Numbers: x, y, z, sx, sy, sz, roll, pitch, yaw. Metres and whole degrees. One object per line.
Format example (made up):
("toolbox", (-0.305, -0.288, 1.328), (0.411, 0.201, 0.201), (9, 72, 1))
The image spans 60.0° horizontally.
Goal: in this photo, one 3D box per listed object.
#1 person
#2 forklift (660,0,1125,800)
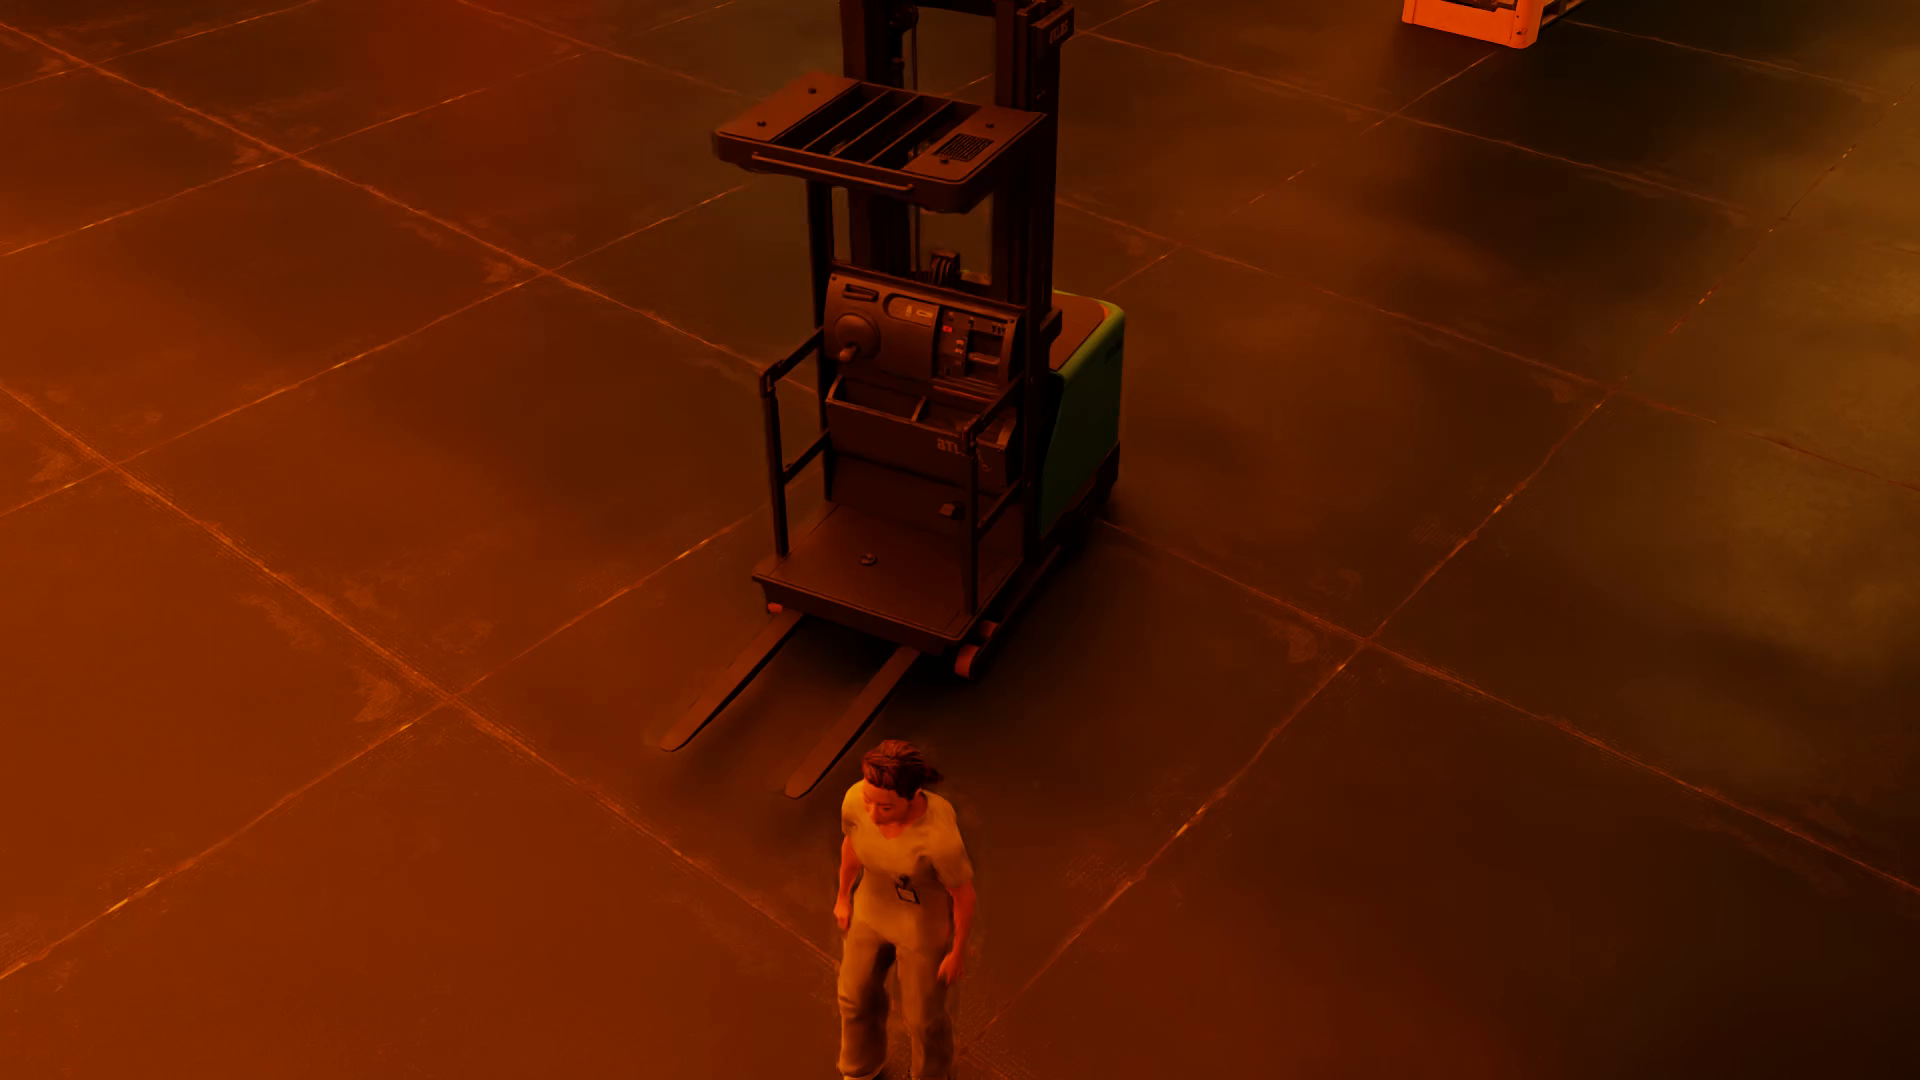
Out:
("person", (-0.207, 1.269, 5.340), (0.495, 1.670, 0.438), (21, 41, 26))
("forklift", (-0.275, -0.845, 7.178), (1.130, 2.935, 3.031), (17, 39, 21))
